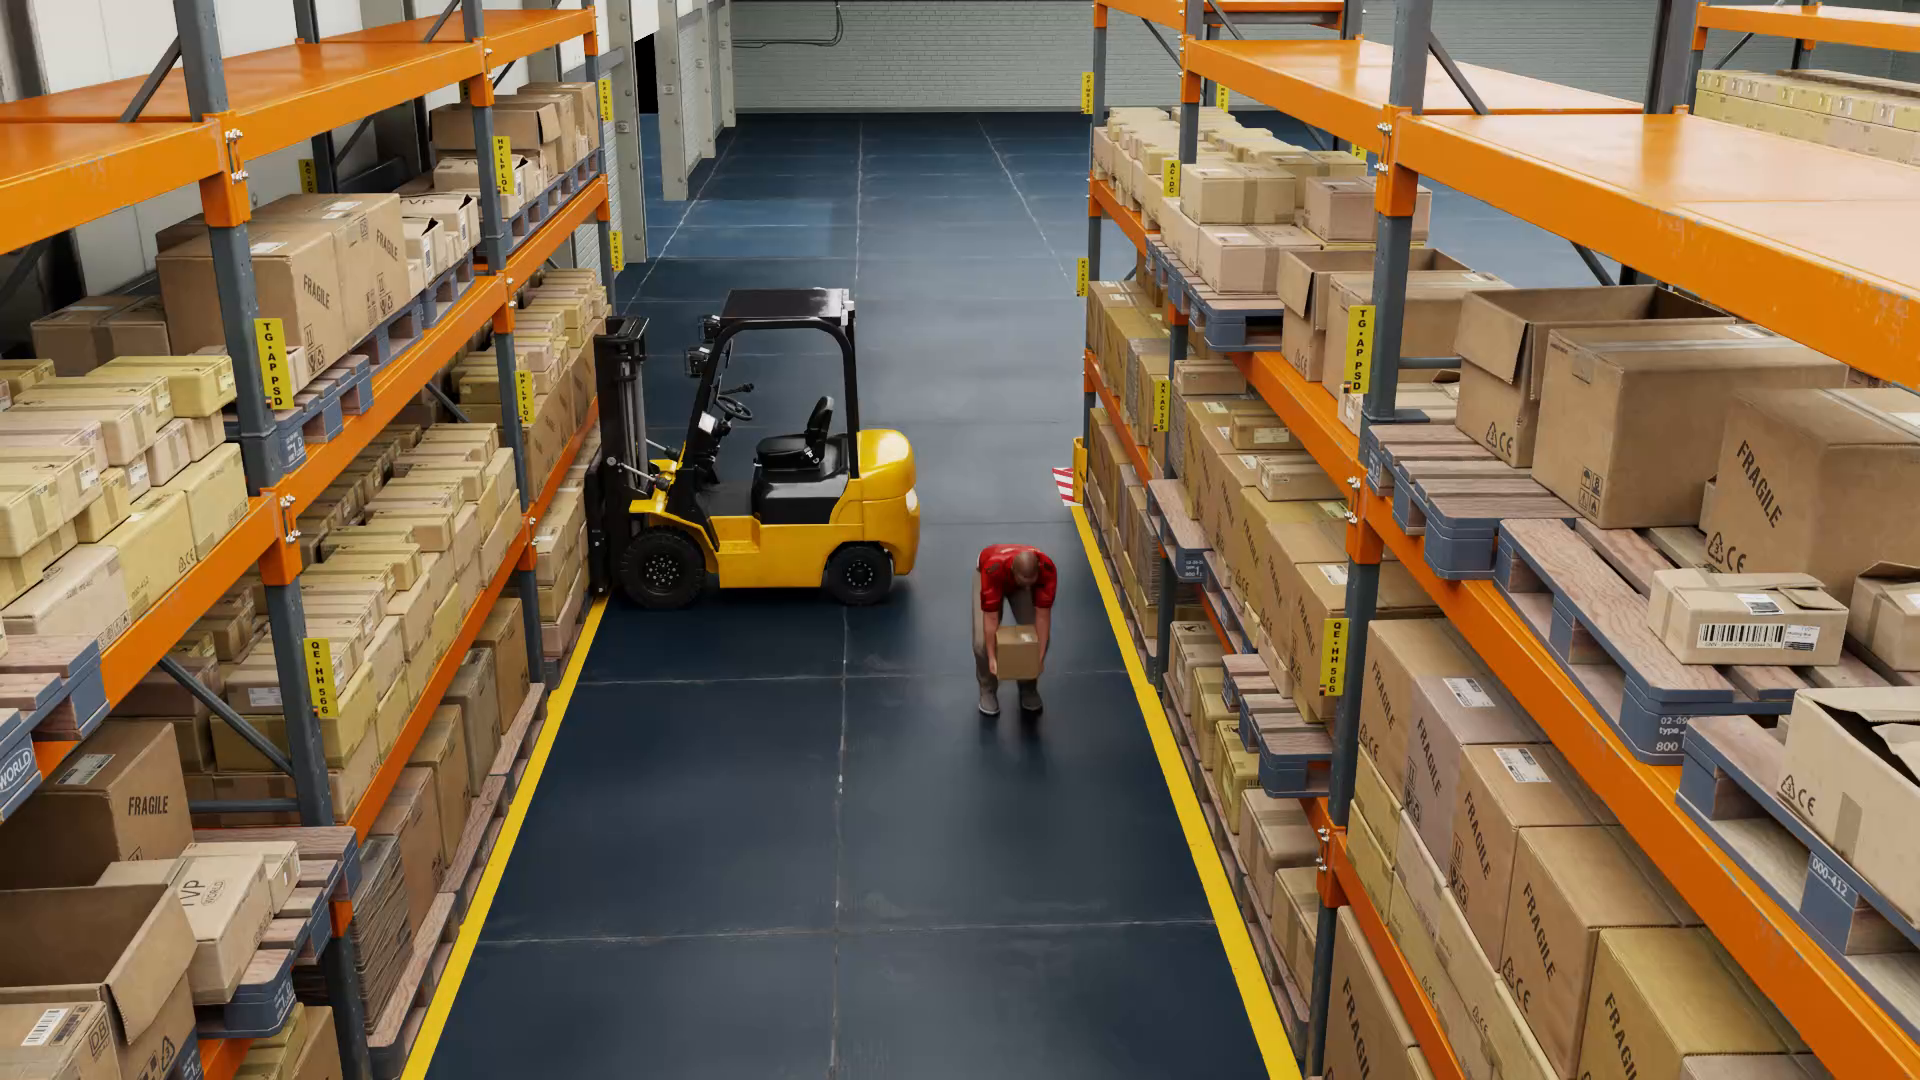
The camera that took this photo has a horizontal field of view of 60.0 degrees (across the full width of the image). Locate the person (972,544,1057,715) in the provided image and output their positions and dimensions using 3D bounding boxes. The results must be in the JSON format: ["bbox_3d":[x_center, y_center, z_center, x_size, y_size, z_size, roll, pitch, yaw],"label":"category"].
[{"bbox_3d":[0.335,0.533,10.363,0.496,1.243,0.916,-3,20,-7],"label":"person"}]
